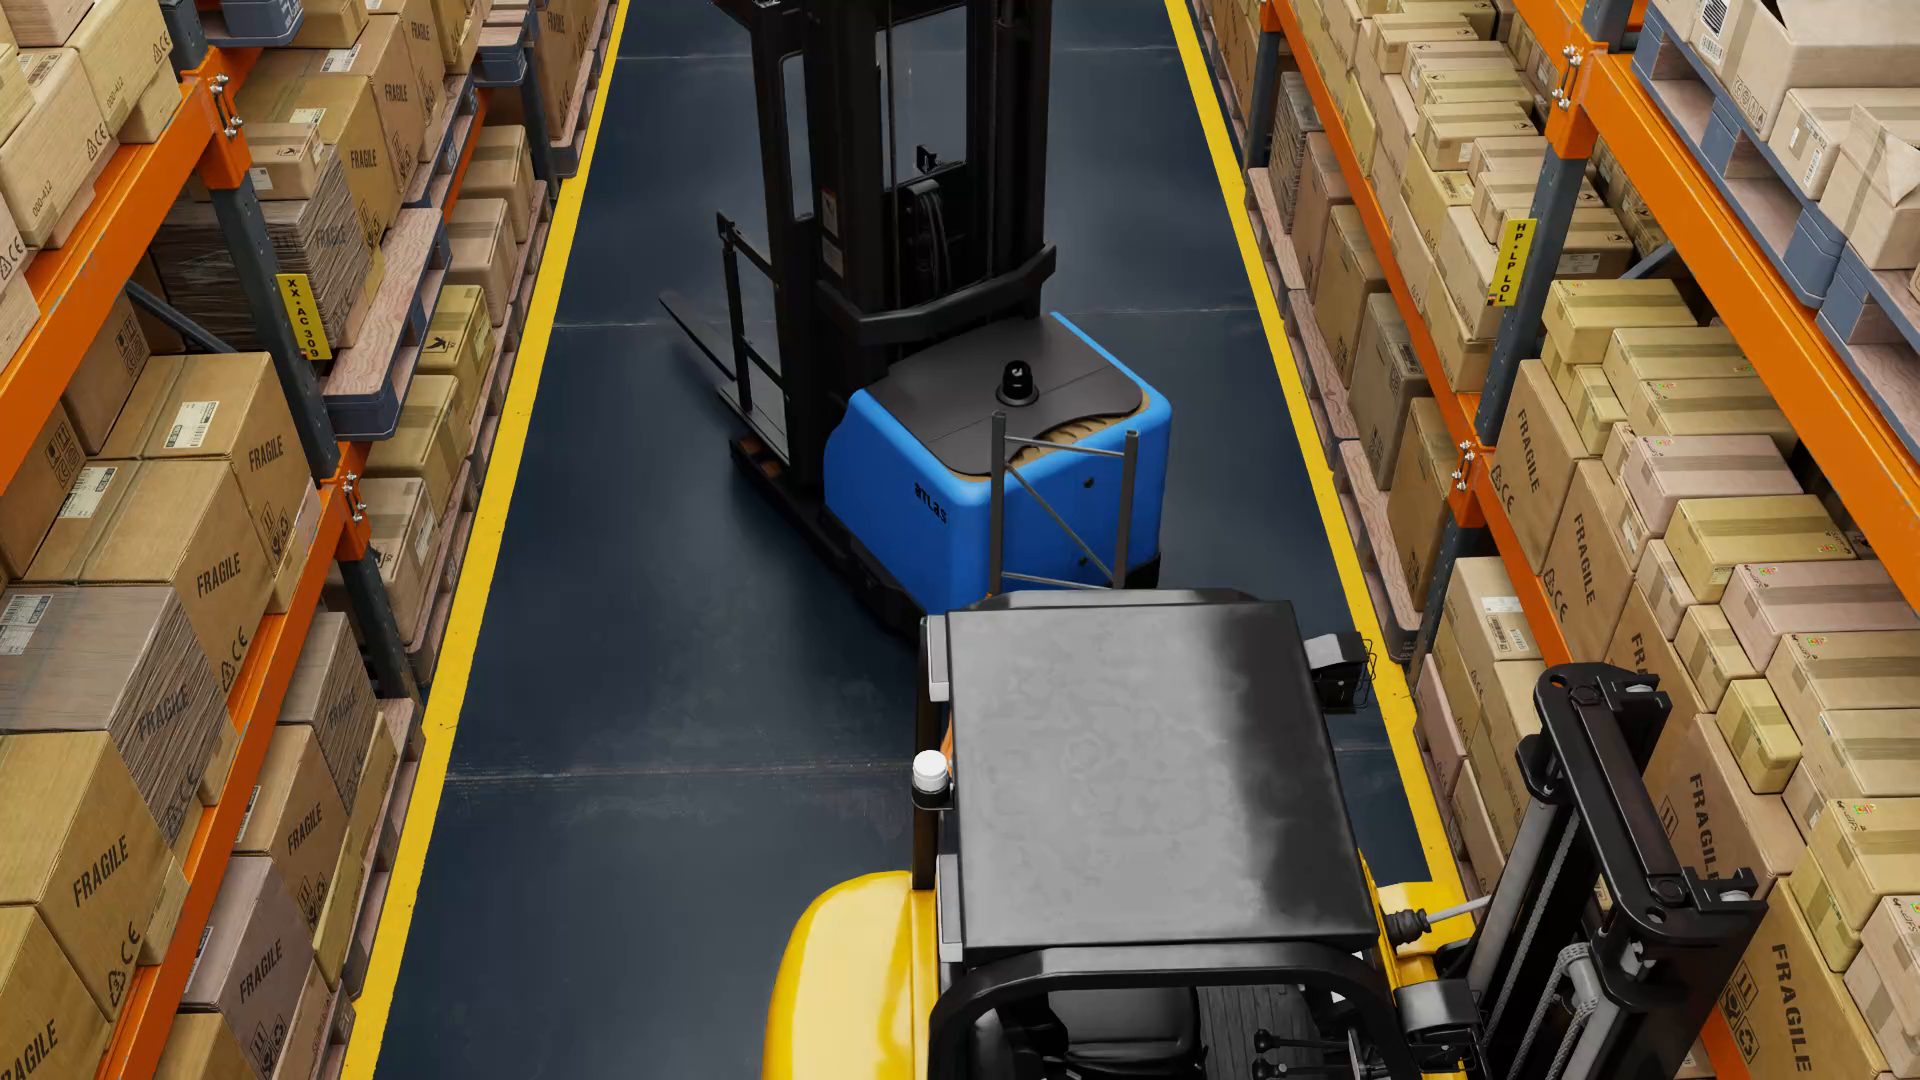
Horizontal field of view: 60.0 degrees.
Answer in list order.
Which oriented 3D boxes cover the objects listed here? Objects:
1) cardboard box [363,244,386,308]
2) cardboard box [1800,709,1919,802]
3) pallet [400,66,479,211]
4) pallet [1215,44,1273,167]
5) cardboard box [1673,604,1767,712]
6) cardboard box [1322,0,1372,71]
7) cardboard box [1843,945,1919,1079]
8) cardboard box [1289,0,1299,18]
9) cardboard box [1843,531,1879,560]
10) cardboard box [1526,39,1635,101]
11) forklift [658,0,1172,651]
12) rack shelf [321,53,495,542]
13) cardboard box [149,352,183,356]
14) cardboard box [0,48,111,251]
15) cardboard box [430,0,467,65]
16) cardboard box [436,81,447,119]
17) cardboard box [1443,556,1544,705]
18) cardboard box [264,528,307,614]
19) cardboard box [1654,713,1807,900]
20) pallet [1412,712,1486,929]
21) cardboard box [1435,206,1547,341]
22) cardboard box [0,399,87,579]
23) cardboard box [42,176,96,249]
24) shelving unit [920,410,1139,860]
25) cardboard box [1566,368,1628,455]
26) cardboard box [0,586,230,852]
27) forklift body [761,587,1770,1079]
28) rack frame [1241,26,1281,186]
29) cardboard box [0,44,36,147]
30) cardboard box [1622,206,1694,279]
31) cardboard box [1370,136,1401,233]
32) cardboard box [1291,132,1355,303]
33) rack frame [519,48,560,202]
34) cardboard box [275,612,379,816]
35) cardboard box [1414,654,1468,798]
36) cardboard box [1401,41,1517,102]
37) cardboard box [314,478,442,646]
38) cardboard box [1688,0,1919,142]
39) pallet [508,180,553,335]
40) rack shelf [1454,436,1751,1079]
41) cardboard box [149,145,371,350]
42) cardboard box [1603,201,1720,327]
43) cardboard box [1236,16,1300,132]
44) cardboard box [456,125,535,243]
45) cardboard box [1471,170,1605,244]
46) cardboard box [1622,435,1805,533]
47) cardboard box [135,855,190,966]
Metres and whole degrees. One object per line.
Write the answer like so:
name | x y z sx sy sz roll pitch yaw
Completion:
cardboard box | -2.349 -0.984 6.128 0.380 0.149 0.250 -1 43 -1
cardboard box | 2.192 0.528 3.829 0.380 0.149 0.250 -1 43 -1
pallet | -2.685 -1.665 7.138 1.003 0.211 1.213 -2 43 -2
pallet | 2.155 -2.693 10.181 1.003 0.211 1.213 -2 43 -2
cardboard box | 2.096 0.296 4.303 0.380 0.149 0.250 -3 43 -3
cardboard box | 1.948 -2.346 7.481 0.500 0.250 0.500 -3 43 -3
cardboard box | 2.146 0.988 3.548 0.380 0.149 0.250 -3 43 -3
cardboard box | 1.924 -2.854 8.404 0.500 0.250 0.500 -1 43 -2
cardboard box | 2.605 0.110 4.506 0.380 0.149 0.250 0 43 0
cardboard box | 2.517 -1.897 6.695 0.380 0.149 0.250 -2 43 -2
forklift | -0.407 -1.451 6.813 1.130 2.935 3.031 -25 48 -24
rack shelf | -2.725 -1.455 7.300 1.077 0.370 4.000 -2 43 -2
cardboard box | -2.937 -0.772 5.897 0.380 0.149 0.250 -1 43 -1
cardboard box | -2.330 -0.899 3.832 0.500 0.250 0.500 -2 43 -2
cardboard box | -2.457 -2.384 7.176 0.500 0.500 0.500 -4 43 -5
cardboard box | -2.416 -1.875 7.100 0.380 0.149 0.250 -3 43 -3
cardboard box | 2.026 0.310 5.825 0.500 0.250 0.500 -2 43 -2
cardboard box | -2.304 0.099 5.258 0.380 0.149 0.250 -1 43 -1
cardboard box | 2.139 0.788 4.246 0.500 0.500 0.500 -1 43 -2
pallet | 2.311 1.051 6.097 1.003 0.211 1.213 -2 43 -2
cardboard box | 2.043 -0.969 5.978 0.500 0.250 0.500 -2 43 -3
cardboard box | -2.838 -0.237 4.404 0.700 0.500 0.500 -1 43 -2
cardboard box | -2.364 -0.834 4.056 0.380 0.149 0.250 -1 43 -1
shelving unit | 0.244 0.488 5.757 0.587 1.500 1.083 9 43 9
cardboard box | 2.082 -0.394 5.055 0.380 0.149 0.250 -1 43 -1
cardboard box | -2.317 0.473 4.369 0.500 0.500 0.500 -1 43 -1
forklift body | 0.586 1.270 4.422 2.313 2.155 1.214 -2 43 -2
rack frame | 2.149 -3.216 8.688 1.000 3.000 0.127 -2 43 -2
cardboard box | -2.257 -0.947 3.589 0.380 0.149 0.250 0 43 -1
cardboard box | 2.519 -1.035 5.755 0.380 0.149 0.250 -3 43 -3
cardboard box | 2.019 -1.468 6.893 0.500 0.250 0.500 -1 43 -2
cardboard box | 2.198 -1.633 8.408 0.875 0.625 0.625 0 43 0
rack frame | -2.810 -3.071 8.530 1.000 3.000 0.127 -2 43 -2
cardboard box | -2.347 0.604 5.690 0.500 0.500 0.500 -2 43 -2
cardboard box | 2.009 0.679 6.163 0.500 0.250 0.500 -1 43 -1
cardboard box | 1.999 -1.877 6.674 0.380 0.149 0.250 -1 43 -1
cardboard box | -2.665 0.089 6.716 0.950 0.372 0.625 -1 43 -1
cardboard box | 2.111 -1.211 3.963 0.500 0.311 0.500 -1 43 -1
pallet | -2.778 -1.515 8.897 1.003 0.211 1.213 -2 43 -2
rack shelf | 2.404 1.100 4.512 1.077 0.370 4.000 -2 43 -2
cardboard box | -2.373 -0.997 5.662 0.500 0.500 0.500 -1 43 -1
cardboard box | 2.554 -0.994 6.006 0.500 0.250 0.500 -2 43 -2
cardboard box | 1.917 -2.728 9.696 0.500 0.500 0.500 -1 43 -1
cardboard box | -2.796 -1.875 8.860 0.950 0.372 0.625 -4 43 -5
cardboard box | 2.054 -1.189 5.923 0.380 0.149 0.250 -2 43 -2
cardboard box | 2.066 -0.155 4.574 0.380 0.149 0.250 -1 43 -1
cardboard box | -2.247 0.962 4.316 0.380 0.149 0.250 -1 43 -1
